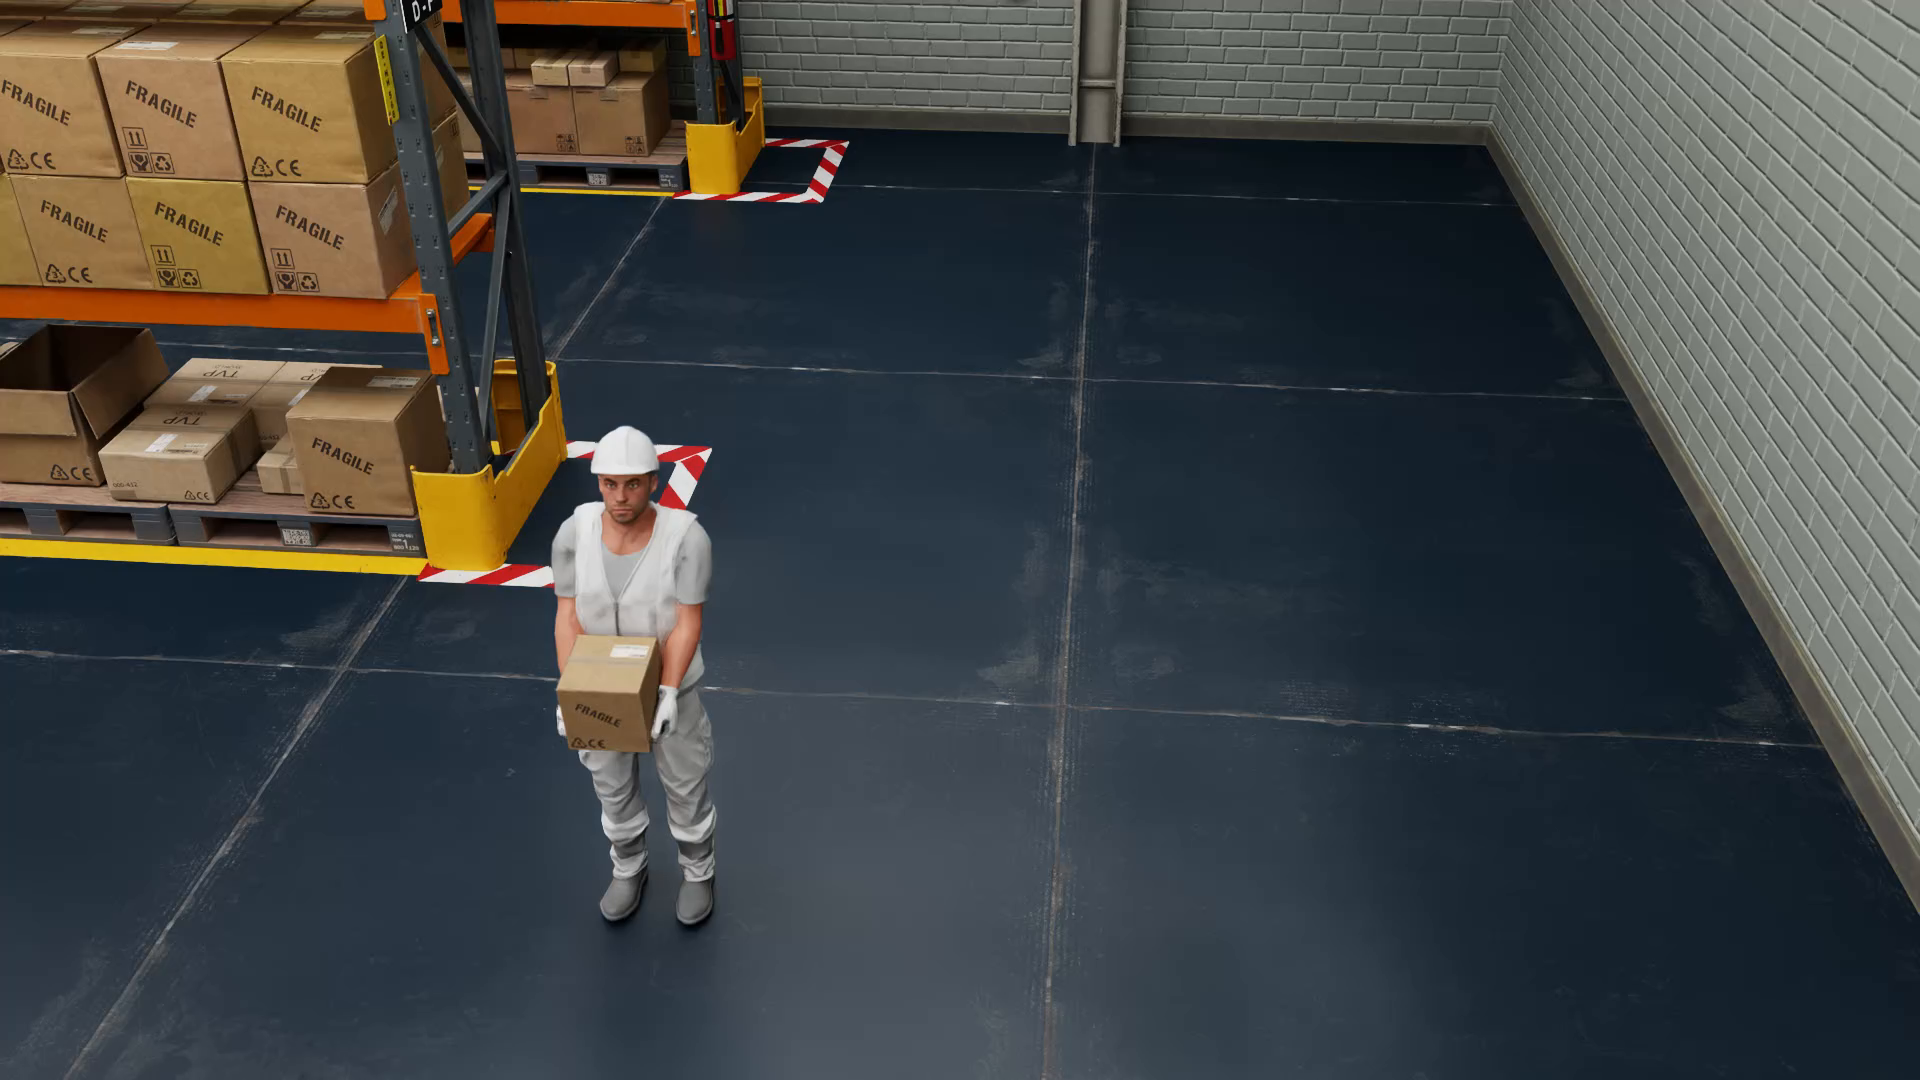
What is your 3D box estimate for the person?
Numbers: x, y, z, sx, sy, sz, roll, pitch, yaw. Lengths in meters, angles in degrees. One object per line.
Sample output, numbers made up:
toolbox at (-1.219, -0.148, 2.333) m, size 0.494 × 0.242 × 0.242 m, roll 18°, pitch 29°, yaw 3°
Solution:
person at (-1.027, 0.514, 5.283) m, size 0.505 × 1.786 × 0.564 m, roll 2°, pitch 32°, yaw 4°
